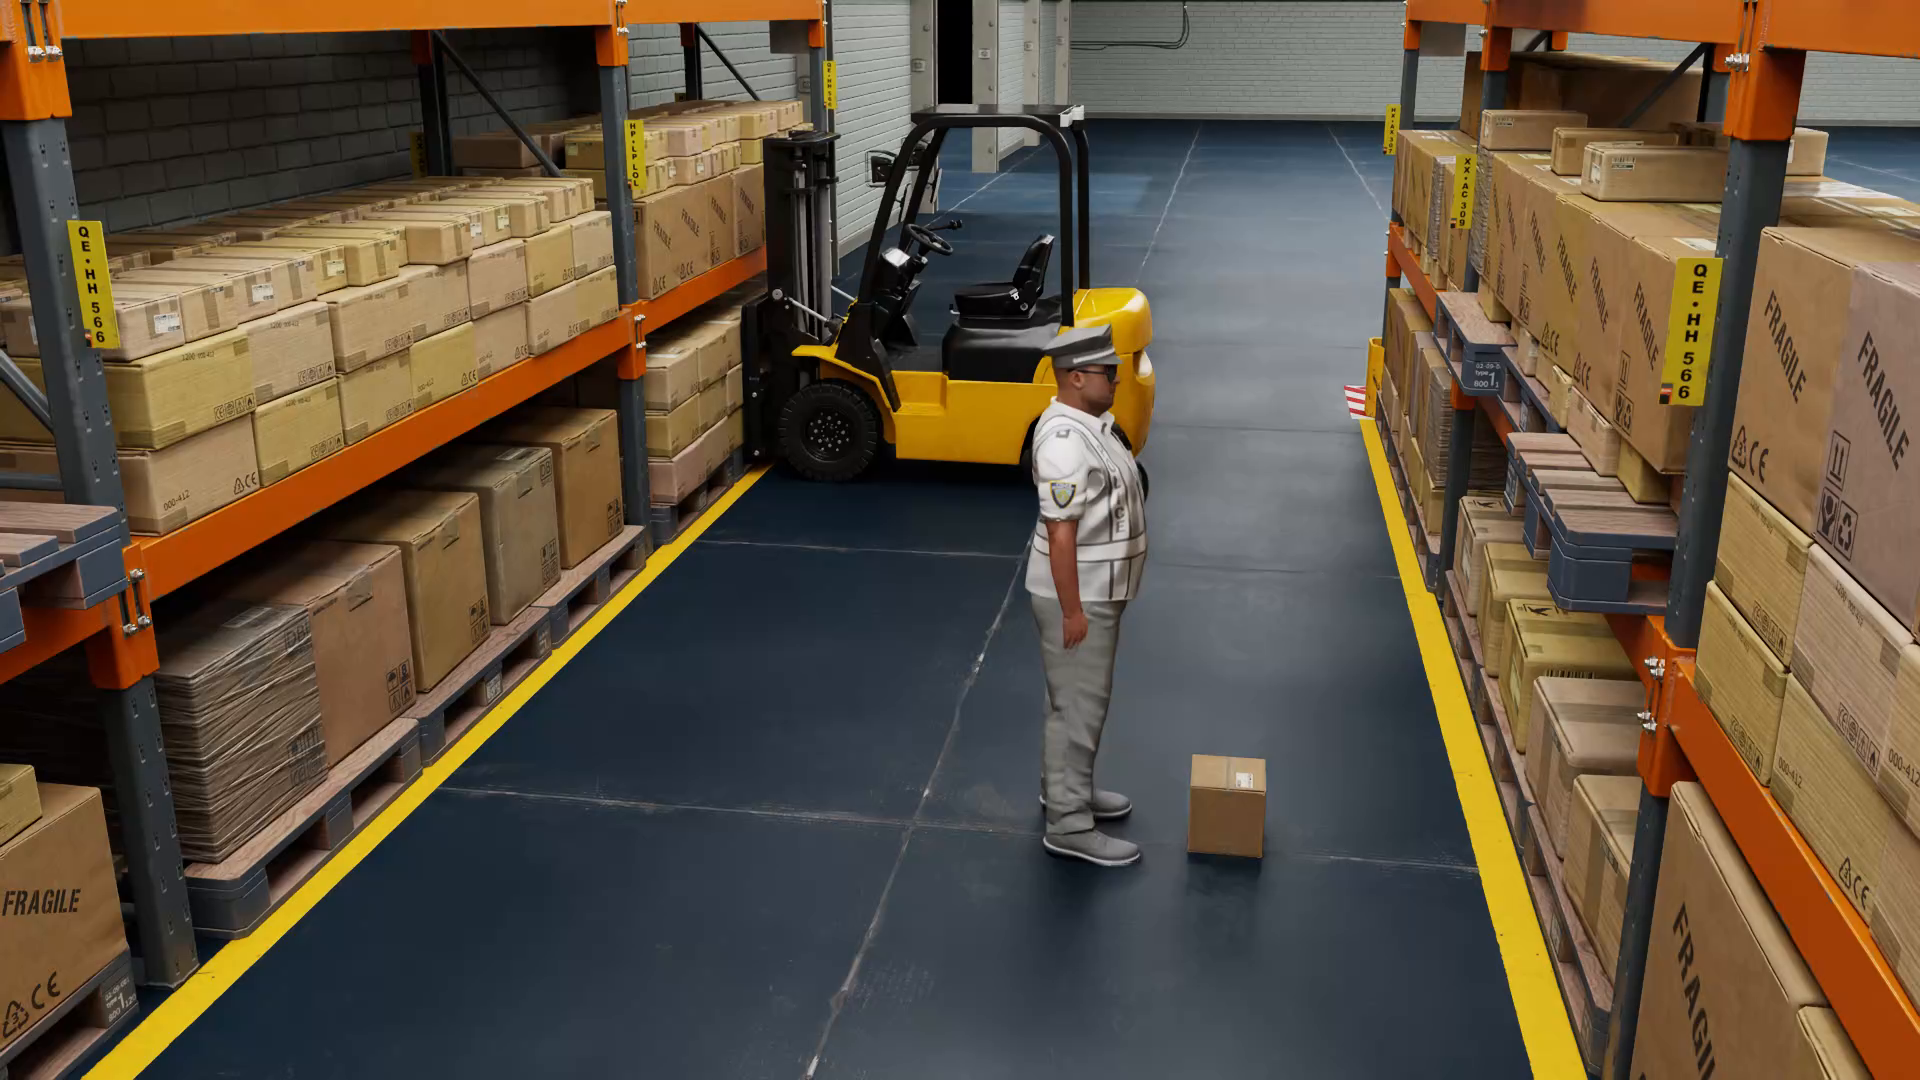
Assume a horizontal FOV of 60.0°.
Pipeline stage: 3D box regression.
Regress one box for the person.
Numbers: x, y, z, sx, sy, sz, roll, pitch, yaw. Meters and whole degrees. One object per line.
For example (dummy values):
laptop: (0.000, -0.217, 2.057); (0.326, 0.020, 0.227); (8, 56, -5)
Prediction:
person: (0.430, 0.163, 5.513); (0.418, 1.781, 0.536); (3, 18, 9)
